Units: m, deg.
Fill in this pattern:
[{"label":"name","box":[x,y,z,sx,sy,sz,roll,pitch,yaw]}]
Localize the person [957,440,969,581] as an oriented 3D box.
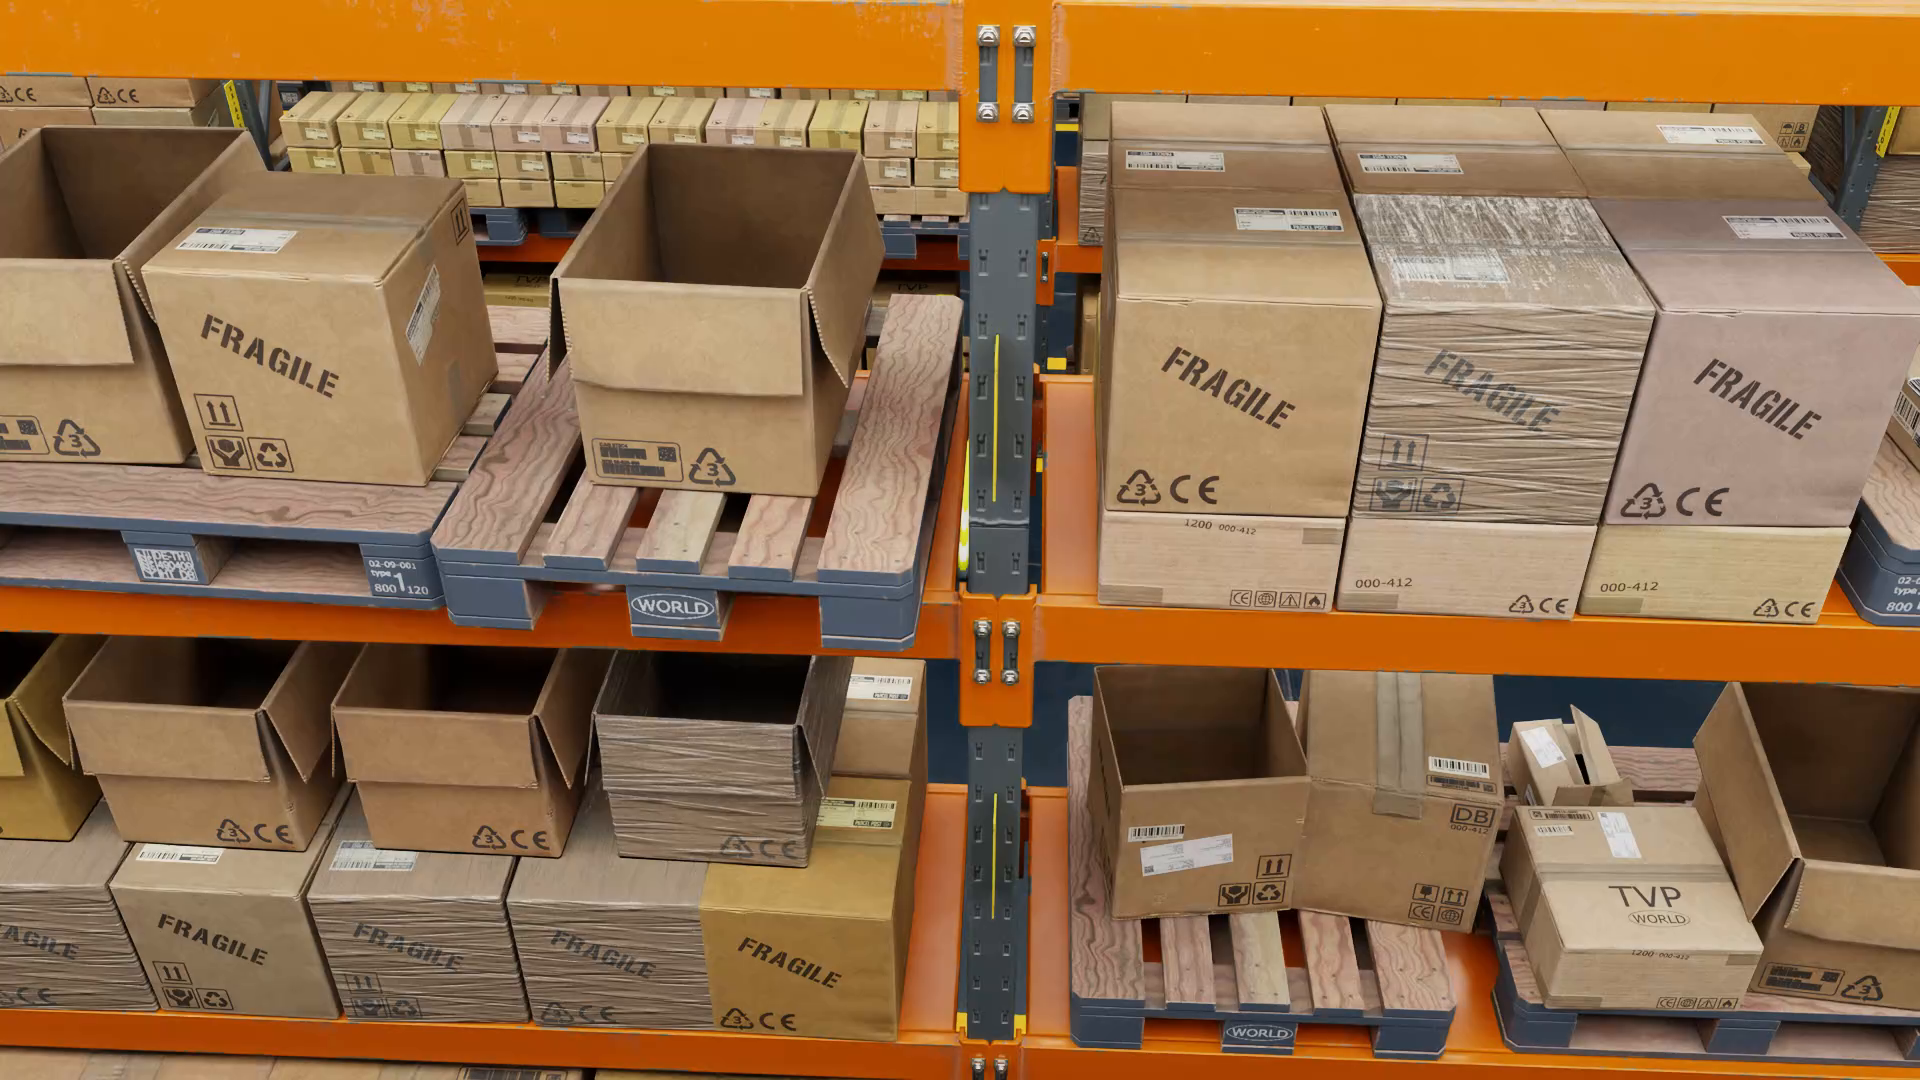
[{"label":"person","box":[-0.055,-0.085,7.902,0.581,0.976,0.892,1,35,2]}]
